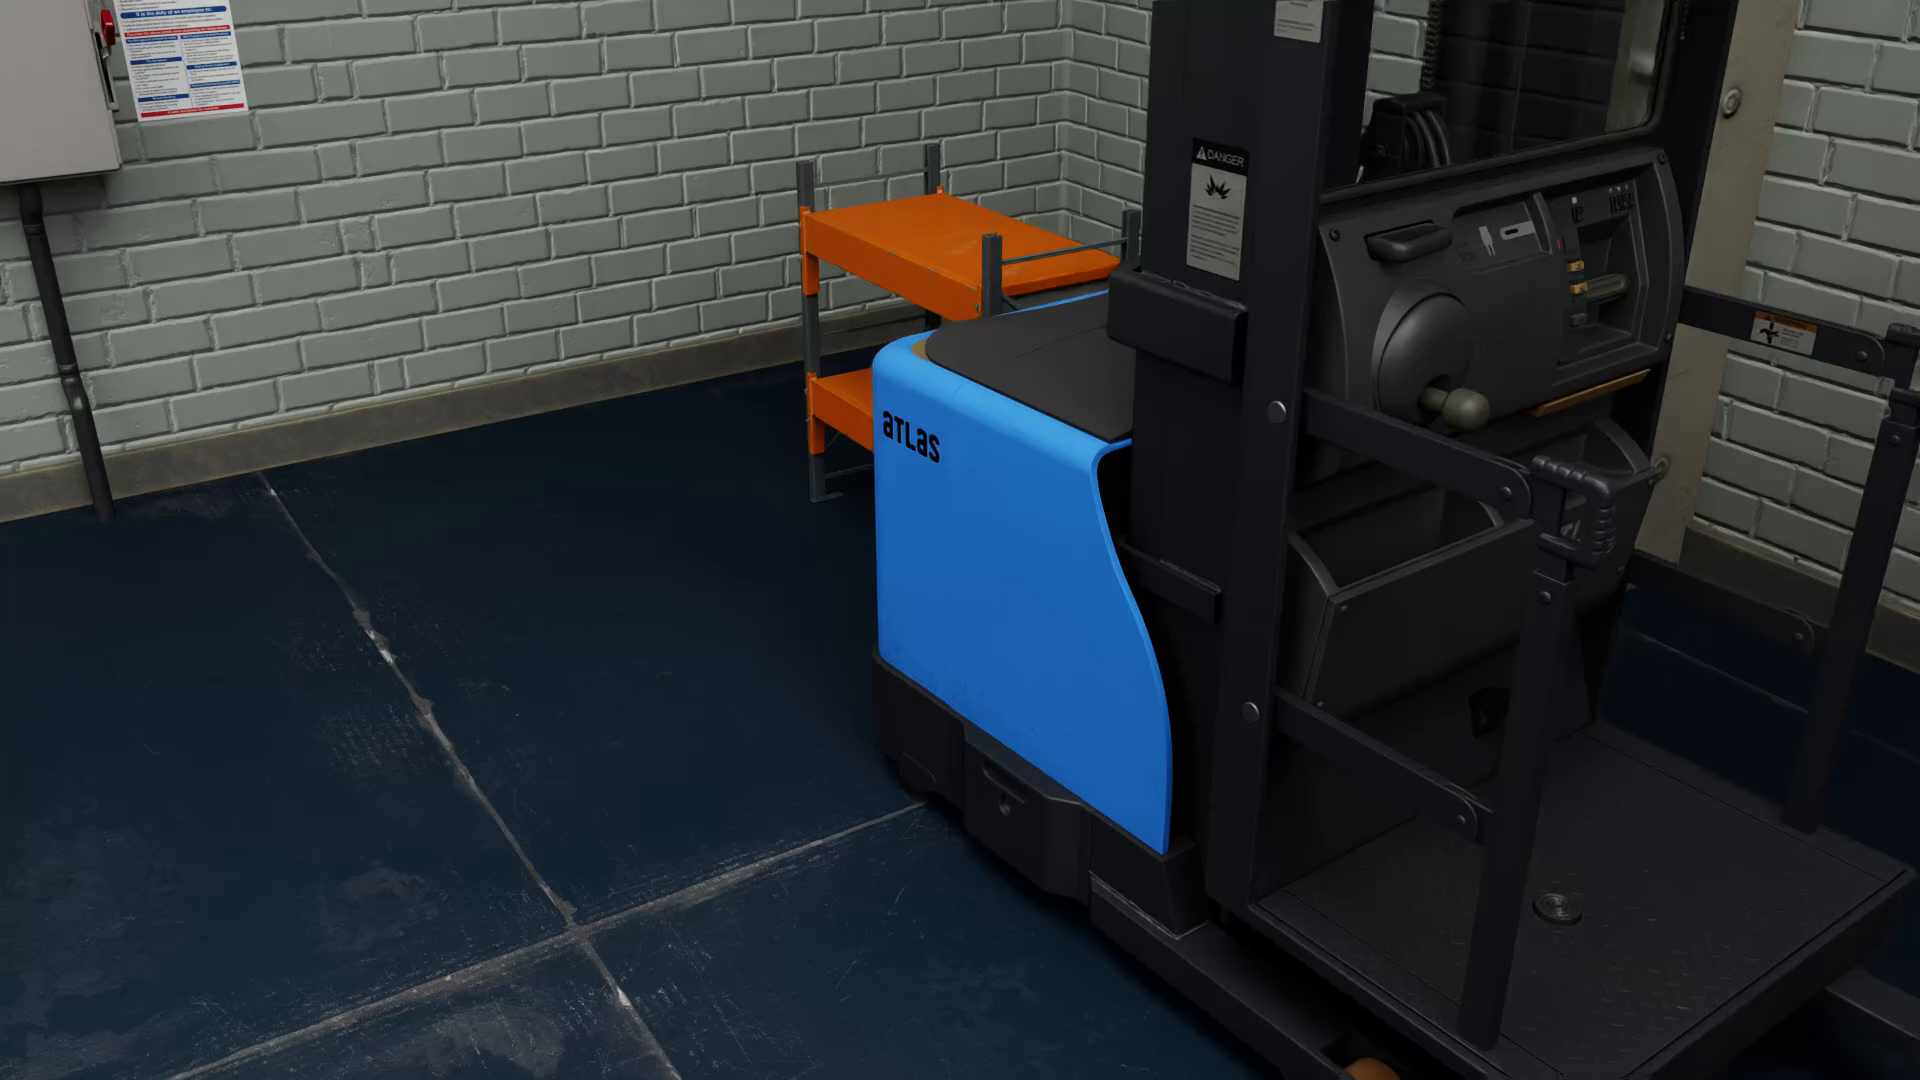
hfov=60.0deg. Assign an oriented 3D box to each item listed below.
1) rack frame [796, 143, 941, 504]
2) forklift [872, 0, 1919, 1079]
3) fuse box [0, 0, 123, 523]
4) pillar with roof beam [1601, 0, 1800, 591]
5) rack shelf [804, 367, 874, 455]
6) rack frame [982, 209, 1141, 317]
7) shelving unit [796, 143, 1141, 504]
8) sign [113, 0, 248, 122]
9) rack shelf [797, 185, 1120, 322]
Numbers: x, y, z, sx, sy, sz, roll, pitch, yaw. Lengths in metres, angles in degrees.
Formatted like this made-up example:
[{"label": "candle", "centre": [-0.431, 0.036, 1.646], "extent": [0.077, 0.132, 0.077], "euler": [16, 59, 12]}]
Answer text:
[{"label": "rack frame", "centre": [-0.281, -0.693, 5.400], "extent": [0.500, 1.125, 0.032], "euler": [-16, 29, -30]}, {"label": "forklift", "centre": [1.073, -0.408, 2.680], "extent": [1.130, 2.935, 3.031], "euler": [-18, 31, -33]}, {"label": "fuse box", "centre": [-2.729, -0.839, 5.022], "extent": [0.539, 1.711, 0.414], "euler": [-16, 29, -30]}, {"label": "pillar with roof beam", "centre": [-1.638, -3.015, 1.095], "extent": [9.100, 9.000, 0.400], "euler": [-16, 29, -30]}, {"label": "rack shelf", "centre": [-0.004, -0.290, 5.119], "extent": [0.538, 0.278, 1.000], "euler": [-16, 29, -30]}, {"label": "rack frame", "centre": [0.274, -0.329, 4.630], "extent": [0.500, 1.125, 0.032], "euler": [-16, 29, -30]}, {"label": "shelving unit", "centre": [-0.004, -0.511, 5.015], "extent": [0.538, 1.125, 1.048], "euler": [-16, 29, -30]}, {"label": "sign", "centre": [-2.429, -1.567, 5.168], "extent": [0.329, 0.494, 0.001], "euler": [-16, 29, -30]}, {"label": "rack shelf", "centre": [-0.004, -0.776, 4.890], "extent": [0.538, 0.278, 1.000], "euler": [-16, 29, -30]}]
